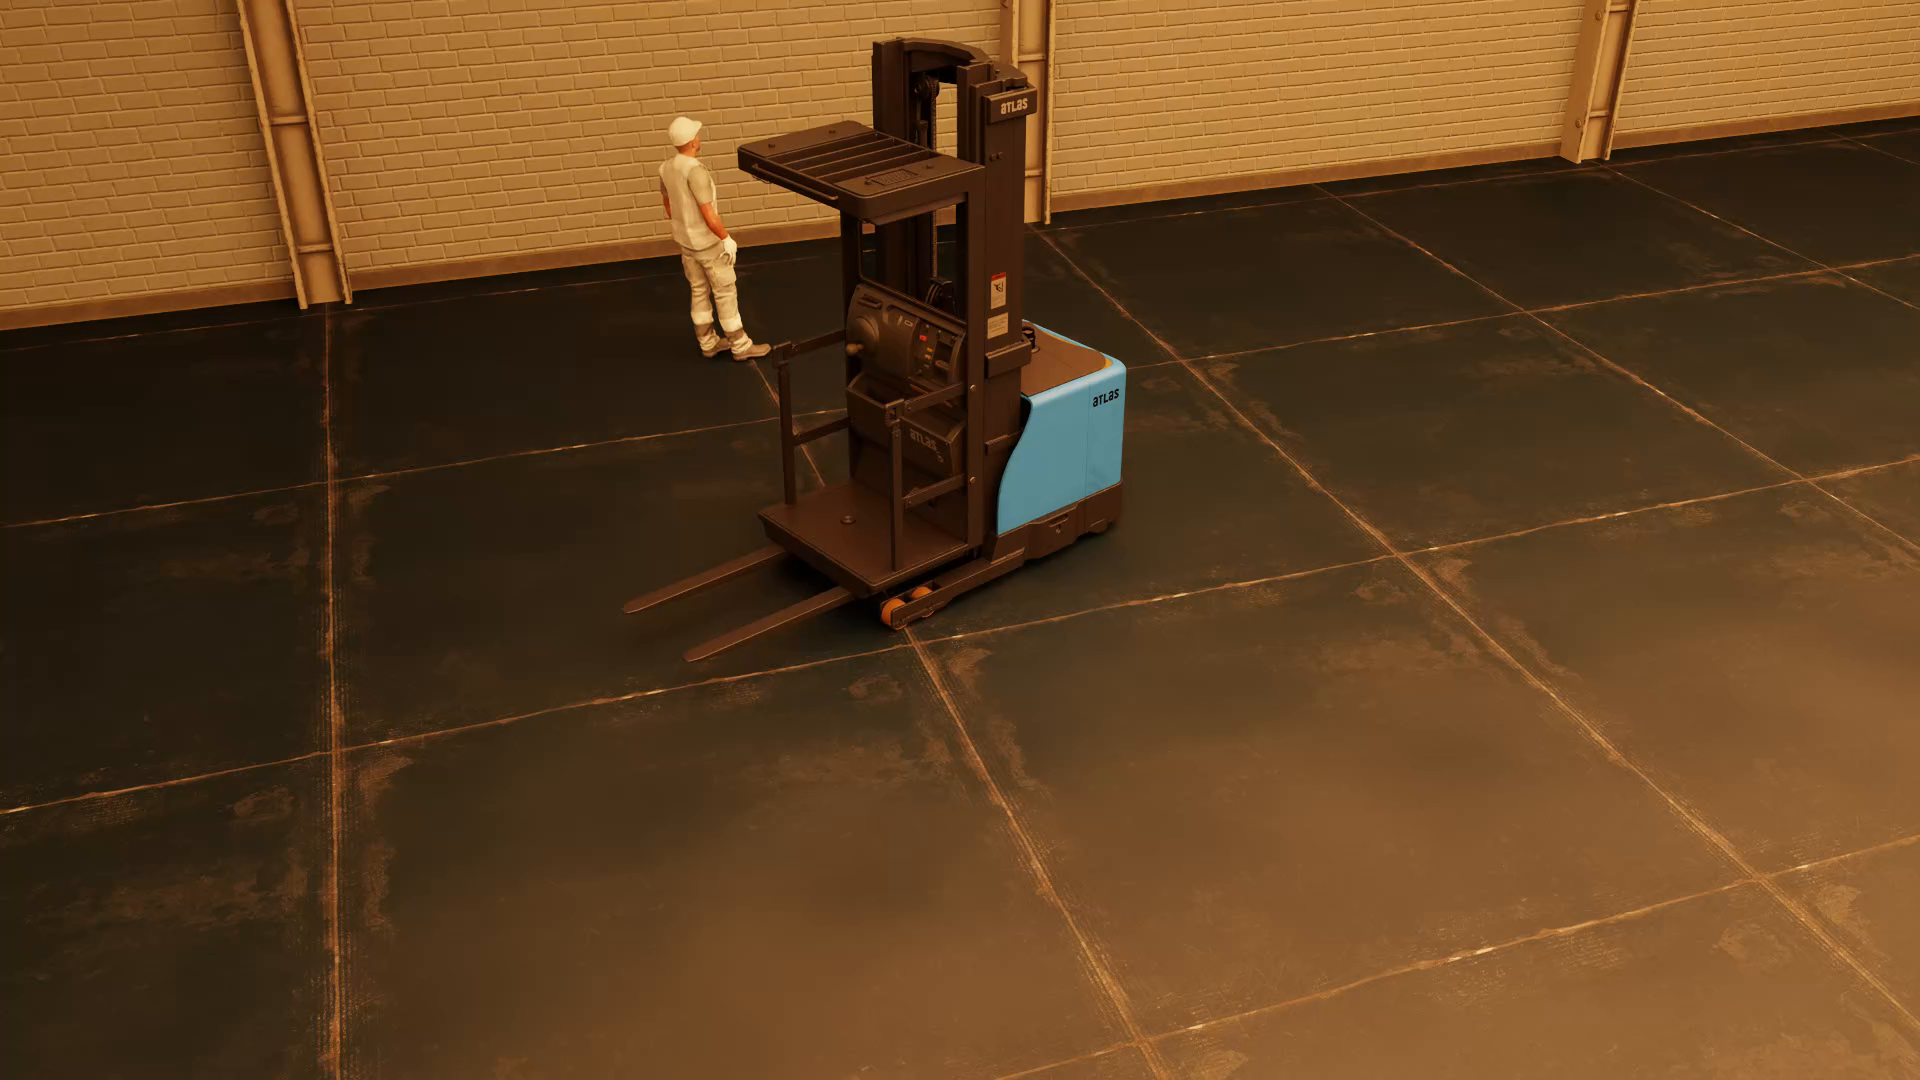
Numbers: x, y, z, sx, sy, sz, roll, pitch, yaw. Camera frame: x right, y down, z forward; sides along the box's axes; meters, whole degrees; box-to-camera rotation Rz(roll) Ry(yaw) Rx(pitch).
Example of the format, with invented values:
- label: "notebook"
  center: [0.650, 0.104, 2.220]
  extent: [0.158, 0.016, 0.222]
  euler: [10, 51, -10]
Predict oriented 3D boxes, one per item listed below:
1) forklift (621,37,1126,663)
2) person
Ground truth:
- label: "forklift"
  center: [-0.461, -1.072, 8.951]
  extent: [3.031, 2.935, 1.130]
  euler: [-23, 37, -34]
- label: "person"
  center: [-1.800, -2.181, 12.008]
  extent: [0.566, 1.786, 0.637]
  euler: [-25, 38, -37]
